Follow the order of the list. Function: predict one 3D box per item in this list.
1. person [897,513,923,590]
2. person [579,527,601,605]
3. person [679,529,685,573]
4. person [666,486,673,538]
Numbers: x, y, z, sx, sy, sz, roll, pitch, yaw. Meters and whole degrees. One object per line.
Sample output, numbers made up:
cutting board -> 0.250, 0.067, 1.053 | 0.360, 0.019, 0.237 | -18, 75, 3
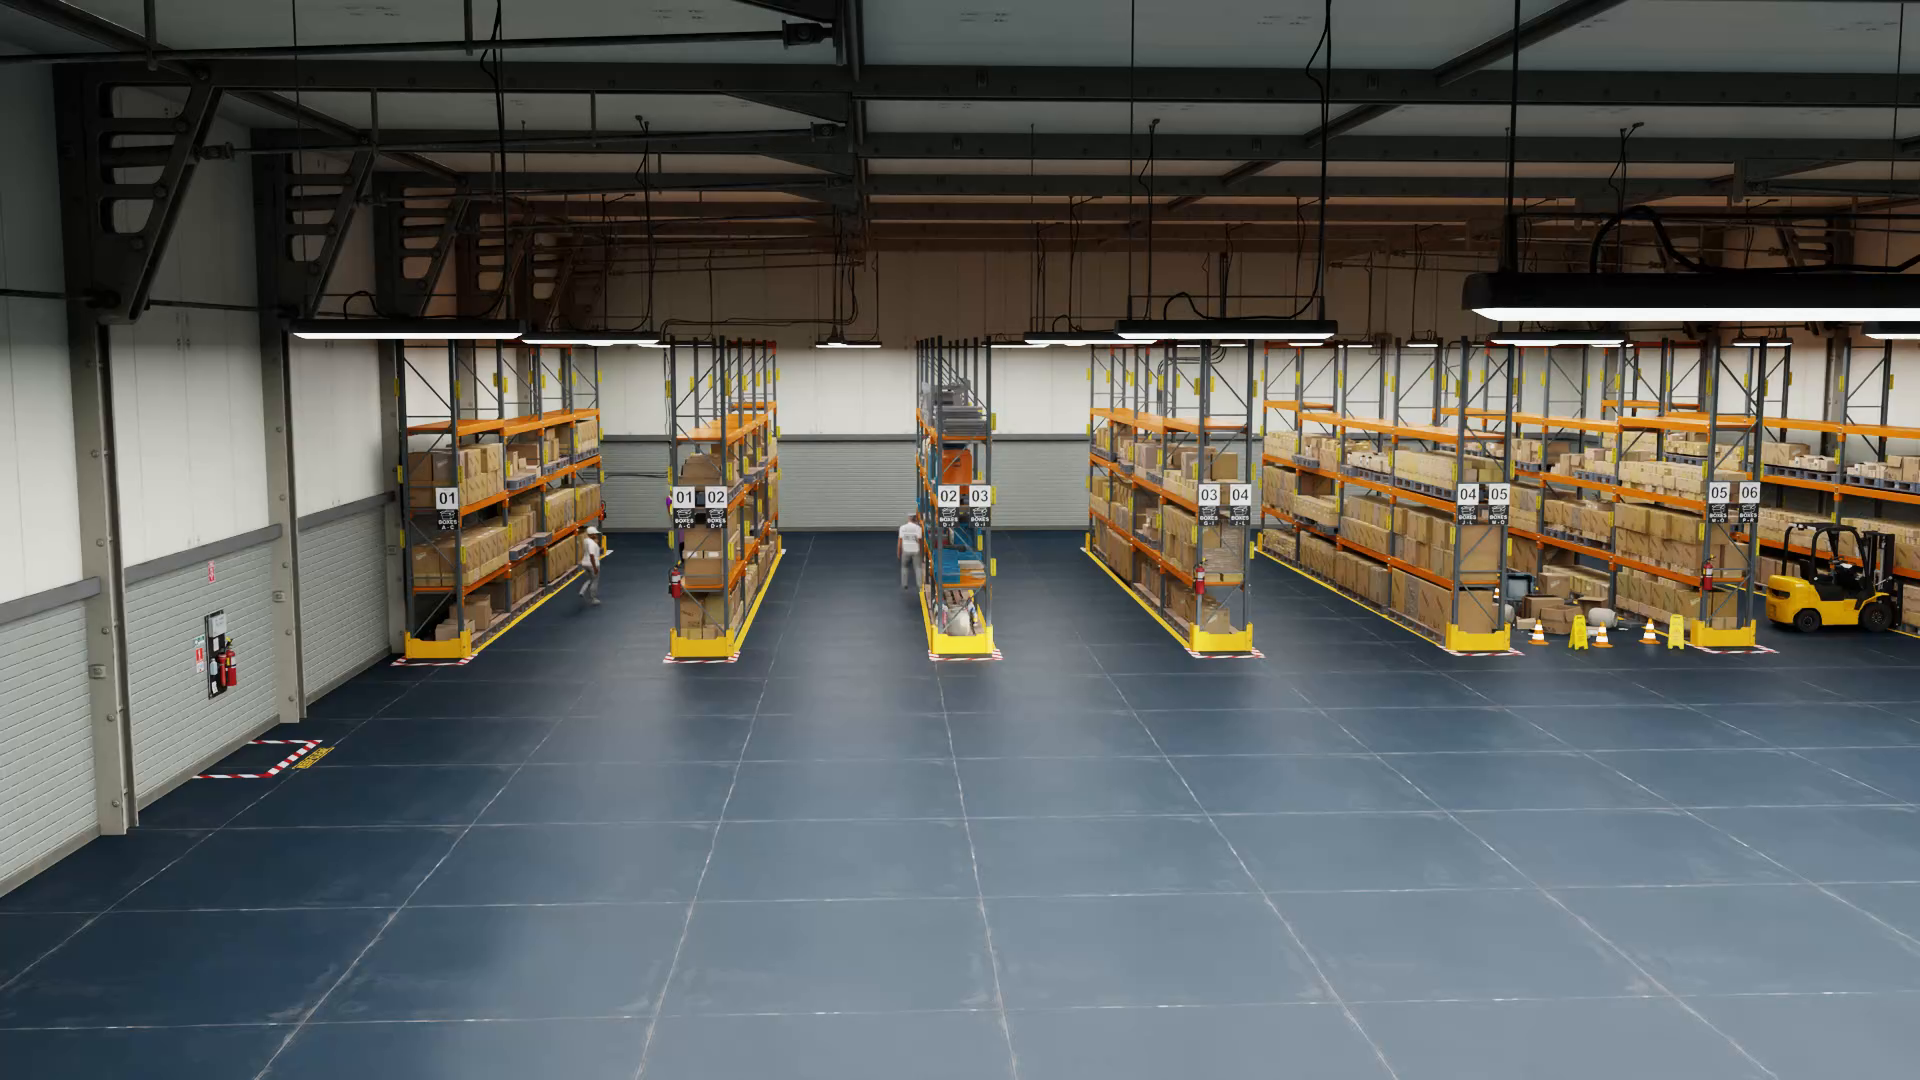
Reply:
person -> -1.169, 0.275, 37.880 | 0.536, 1.759, 0.568 | -2, 7, -21
person -> -8.357, 0.577, 37.505 | 0.539, 1.759, 0.542 | 5, 8, 36
person -> -7.189, 0.041, 43.174 | 0.399, 1.557, 0.805 | 0, 7, -4
person -> -8.404, -0.726, 48.916 | 0.472, 1.758, 0.583 | 1, 7, 4
